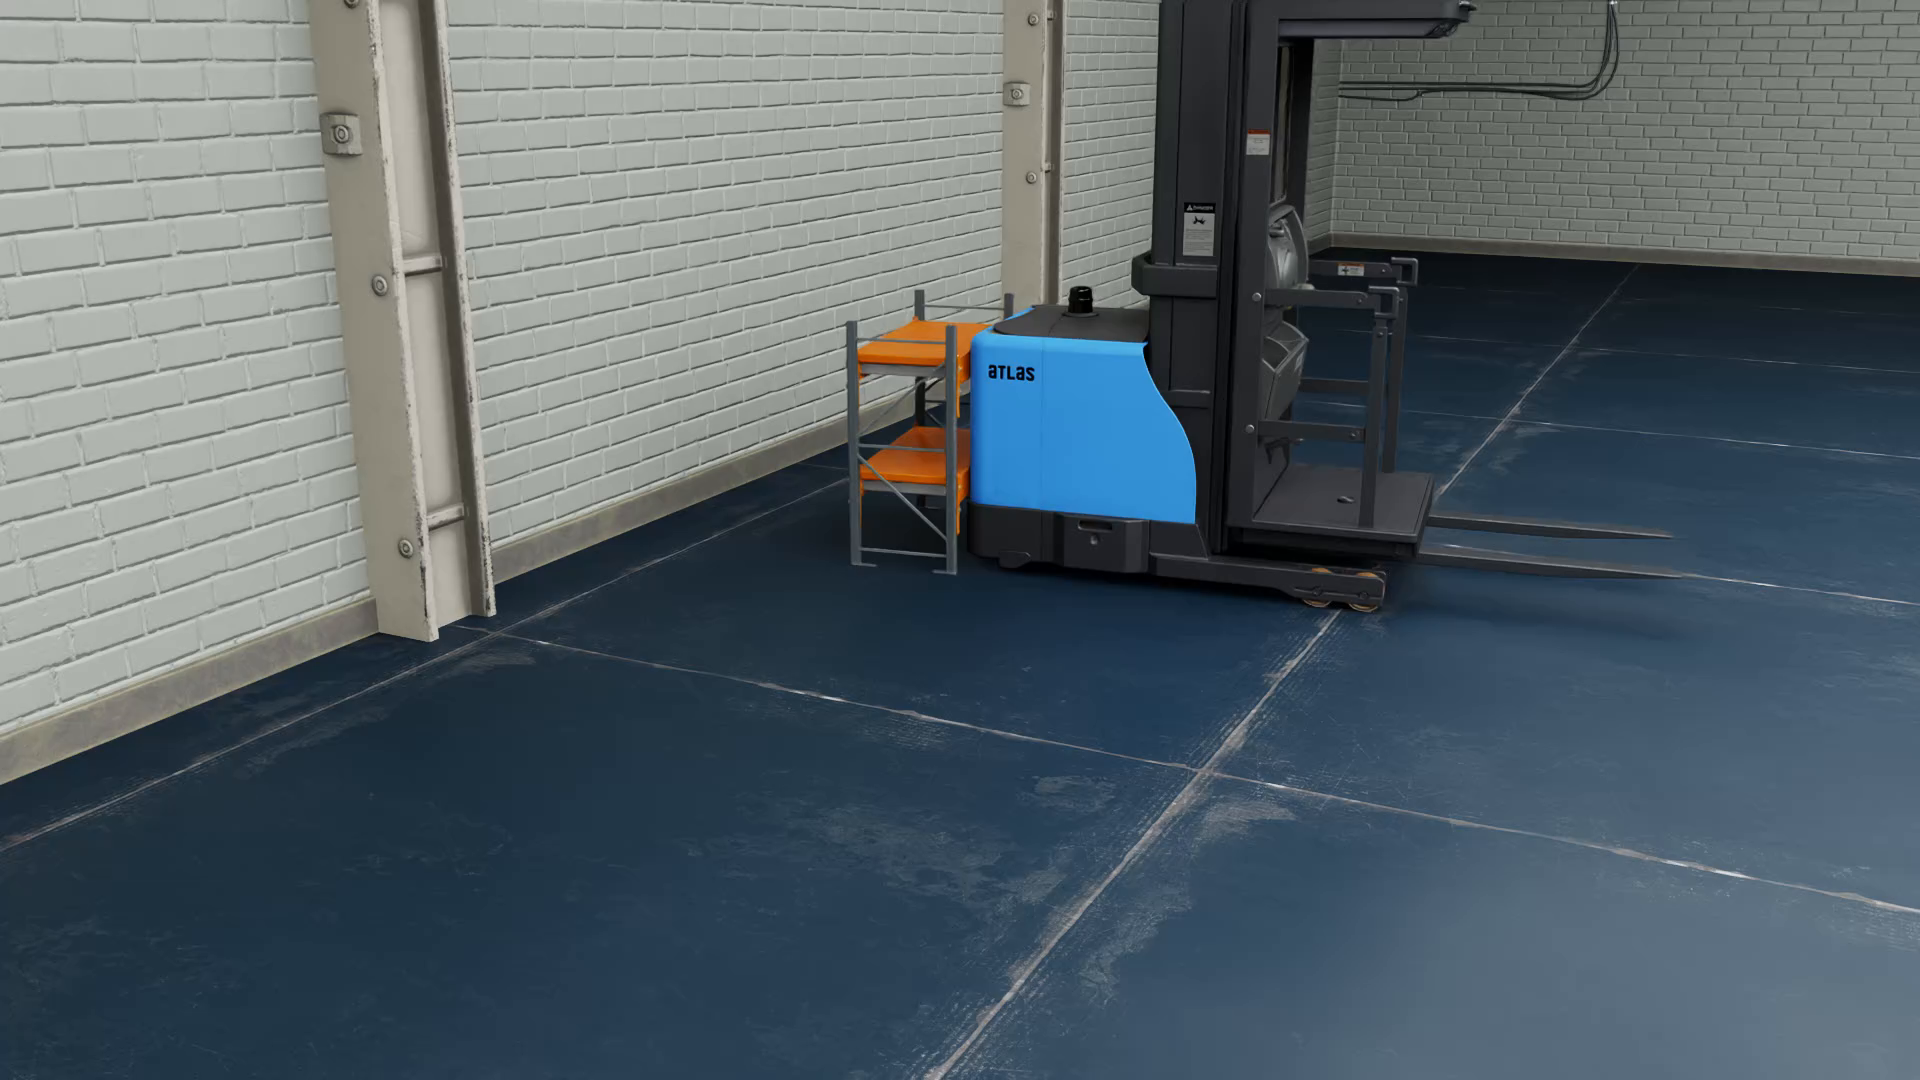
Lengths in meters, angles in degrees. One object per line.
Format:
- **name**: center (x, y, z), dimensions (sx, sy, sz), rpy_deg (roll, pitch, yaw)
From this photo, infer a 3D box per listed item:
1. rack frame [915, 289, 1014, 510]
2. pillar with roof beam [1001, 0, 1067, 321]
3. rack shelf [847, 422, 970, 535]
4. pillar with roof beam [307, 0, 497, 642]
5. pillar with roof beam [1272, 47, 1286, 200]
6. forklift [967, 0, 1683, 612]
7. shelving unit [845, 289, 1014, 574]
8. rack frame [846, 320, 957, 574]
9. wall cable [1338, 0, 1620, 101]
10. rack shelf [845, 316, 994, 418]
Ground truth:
- **rack frame**: center (0.019, -0.686, 8.358), dimensions (0.500, 1.125, 0.032), rpy_deg (5, 17, 15)
- **pillar with roof beam**: center (4.363, -4.956, 8.906), dimensions (9.100, 9.000, 0.400), rpy_deg (8, 18, 25)
- **rack shelf**: center (-0.119, -0.312, 7.958), dimensions (0.538, 0.278, 1.000), rpy_deg (5, 17, 15)
- **pillar with roof beam**: center (1.682, -3.428, 3.761), dimensions (9.100, 9.000, 0.400), rpy_deg (8, 18, 25)
- **pillar with roof beam**: center (7.044, -6.485, 14.052), dimensions (9.100, 9.000, 0.400), rpy_deg (8, 18, 25)
- **forklift**: center (1.606, -1.272, 7.158), dimensions (3.031, 2.935, 1.130), rpy_deg (6, 17, 18)
- **shelving unit**: center (-0.119, -0.546, 7.889), dimensions (0.538, 1.125, 1.048), rpy_deg (5, 17, 15)
- **rack frame**: center (-0.258, -0.407, 7.420), dimensions (0.500, 1.125, 0.032), rpy_deg (5, 17, 15)
- **wall cable**: center (5.692, -6.126, 18.298), dimensions (3.097, 2.526, 0.112), rpy_deg (8, 18, 25)
- **rack shelf**: center (-0.119, -0.827, 7.805), dimensions (0.538, 0.278, 1.000), rpy_deg (5, 17, 15)
